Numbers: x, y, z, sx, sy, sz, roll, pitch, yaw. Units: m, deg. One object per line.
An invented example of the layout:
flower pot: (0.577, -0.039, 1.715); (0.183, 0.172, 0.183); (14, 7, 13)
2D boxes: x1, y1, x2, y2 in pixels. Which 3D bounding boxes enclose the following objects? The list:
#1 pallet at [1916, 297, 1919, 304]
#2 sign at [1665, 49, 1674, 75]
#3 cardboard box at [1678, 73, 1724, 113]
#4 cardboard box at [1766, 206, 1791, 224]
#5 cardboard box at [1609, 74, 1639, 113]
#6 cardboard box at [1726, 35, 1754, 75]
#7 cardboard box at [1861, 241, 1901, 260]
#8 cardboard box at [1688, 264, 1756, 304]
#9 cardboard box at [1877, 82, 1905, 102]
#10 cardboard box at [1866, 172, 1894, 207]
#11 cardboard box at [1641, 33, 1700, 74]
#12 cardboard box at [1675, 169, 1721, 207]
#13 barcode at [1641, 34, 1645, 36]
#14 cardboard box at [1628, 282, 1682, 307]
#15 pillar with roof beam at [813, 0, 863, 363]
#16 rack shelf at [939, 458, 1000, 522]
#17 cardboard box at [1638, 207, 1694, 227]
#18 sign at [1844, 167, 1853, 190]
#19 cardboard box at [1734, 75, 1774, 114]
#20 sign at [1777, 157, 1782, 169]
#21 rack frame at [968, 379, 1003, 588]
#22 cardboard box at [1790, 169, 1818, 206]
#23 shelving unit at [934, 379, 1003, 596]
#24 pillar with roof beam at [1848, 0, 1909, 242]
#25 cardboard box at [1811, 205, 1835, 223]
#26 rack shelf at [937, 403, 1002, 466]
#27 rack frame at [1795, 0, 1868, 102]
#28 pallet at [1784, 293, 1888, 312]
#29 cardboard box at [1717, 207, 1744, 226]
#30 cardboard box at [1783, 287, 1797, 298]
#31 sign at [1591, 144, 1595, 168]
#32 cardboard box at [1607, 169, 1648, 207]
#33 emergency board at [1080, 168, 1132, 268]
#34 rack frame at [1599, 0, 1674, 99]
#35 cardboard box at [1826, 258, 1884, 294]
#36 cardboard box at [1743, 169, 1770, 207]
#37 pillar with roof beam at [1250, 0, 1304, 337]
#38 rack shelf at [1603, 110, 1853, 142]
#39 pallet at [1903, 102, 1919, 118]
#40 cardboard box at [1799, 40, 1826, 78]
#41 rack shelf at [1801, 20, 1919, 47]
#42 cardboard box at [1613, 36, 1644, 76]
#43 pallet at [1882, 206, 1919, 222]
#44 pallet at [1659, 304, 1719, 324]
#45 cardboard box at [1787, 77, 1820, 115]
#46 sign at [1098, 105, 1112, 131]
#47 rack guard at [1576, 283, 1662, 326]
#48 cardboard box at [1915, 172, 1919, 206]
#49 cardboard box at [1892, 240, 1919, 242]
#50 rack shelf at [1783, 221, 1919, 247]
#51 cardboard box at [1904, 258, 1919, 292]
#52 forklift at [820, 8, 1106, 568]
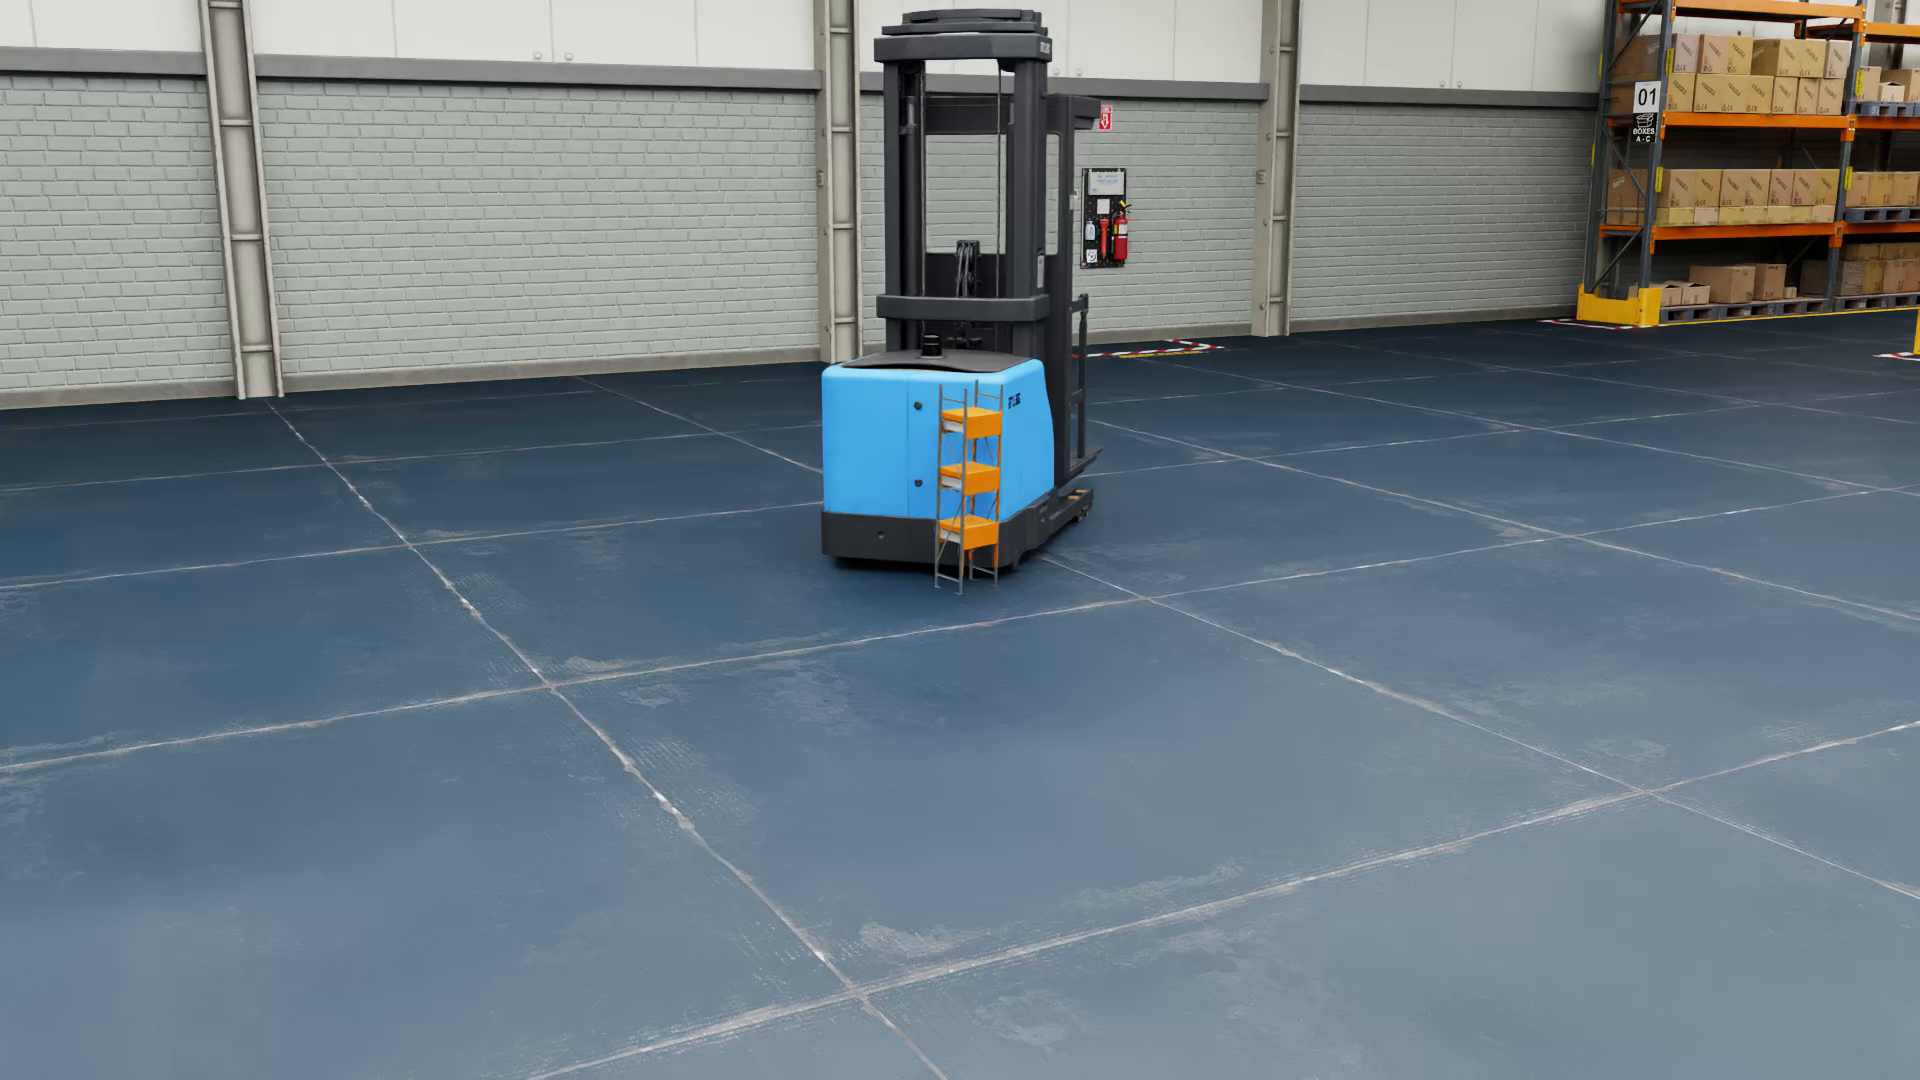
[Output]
pallet: (15.354, -3.871, 26.327); (1.213, 0.211, 1.003); (-7, 14, -28)
sign: (9.279, -6.257, 21.756); (0.005, 0.325, 0.100); (-7, 14, -28)
cardboard box: (9.921, -6.030, 22.466); (0.500, 0.500, 0.500); (-6, 14, -24)
cardboard box: (11.384, -4.614, 23.574); (0.500, 0.250, 0.500); (-7, 14, -28)
cardboard box: (9.264, -6.086, 22.715); (0.500, 0.500, 0.500); (-6, 14, -24)
cardboard box: (10.383, -6.574, 22.606); (0.500, 0.500, 0.500); (-6, 14, -26)
cardboard box: (14.008, -4.436, 25.473); (0.500, 0.250, 0.500); (-7, 15, -29)
cardboard box: (10.838, -3.649, 23.685); (0.500, 0.500, 0.700); (-8, 15, -31)
cardboard box: (13.589, -6.624, 24.625); (0.500, 0.311, 0.500); (-6, 14, -26)
cardboard box: (13.487, -5.260, 24.920); (0.500, 0.500, 0.700); (-5, 14, -22)
cardboard box: (9.474, -6.475, 22.165); (0.500, 0.500, 0.500); (-8, 15, -32)
cardboard box: (10.021, -4.816, 22.766); (0.500, 0.500, 0.500); (-7, 14, -28)
barcode: (9.403, -6.935, 22.890); (0.075, 0.075, 0.001); (-7, 14, -28)
cardboard box: (9.670, -3.430, 23.139); (0.500, 0.311, 0.500); (-9, 15, -34)
pillar with roof beam: (0.749, -5.546, 13.759); (0.400, 9.000, 9.100); (-7, 14, -28)
rack shelf: (0.041, -0.255, 8.380); (0.240, 0.259, 0.215); (-12, 20, -42)
cardboard box: (9.600, -4.398, 22.616); (0.500, 0.250, 0.500); (-7, 15, -29)
sign: (12.797, -5.211, 23.959); (0.005, 0.325, 0.100); (-7, 14, -28)
cardboard box: (10.835, -6.146, 22.980); (0.500, 0.500, 0.500); (-6, 14, -24)
sign: (12.261, -5.564, 24.862); (0.005, 0.325, 0.100); (-7, 14, -28)
rack frame: (0.129, -0.284, 8.459); (0.008, 1.050, 0.200); (-12, 20, -42)
cardboard box: (11.828, -5.032, 23.723); (0.500, 0.500, 0.500); (-7, 14, -28)
shelving unit: (0.041, -0.265, 8.377); (0.252, 1.050, 0.215); (-12, 20, -42)
pillar with roof beam: (16.548, -7.440, 22.173); (0.400, 9.000, 9.100); (-7, 14, -28)
cardboard box: (12.260, -4.720, 24.049); (0.500, 0.250, 0.500); (-7, 14, -28)
rack shelf: (0.048, -0.530, 8.310); (0.240, 0.259, 0.215); (-12, 20, -42)
rack frame: (12.530, -7.819, 23.857); (0.127, 3.000, 1.000); (-7, 14, -28)
pallet: (13.213, -3.614, 25.187); (1.213, 0.211, 1.003); (-7, 14, -28)
cardboard box: (10.499, -4.508, 23.104); (0.500, 0.250, 0.500); (-7, 15, -29)
cardboard box: (12.075, -3.662, 24.502); (0.250, 0.166, 0.380); (-9, 16, -35)
sign: (8.771, -5.299, 22.968); (0.005, 0.325, 0.100); (-7, 14, -28)
cardboard box: (9.331, -4.864, 22.980); (0.500, 0.500, 0.500); (-7, 14, -28)
emergency board: (1.765, -3.828, 19.786); (0.643, 1.169, 0.194); (-7, 14, -28)
rack frame: (9.019, -7.398, 21.987); (0.127, 3.000, 1.000); (-7, 14, -28)
cardboard box: (13.598, -4.032, 25.384); (0.500, 0.500, 0.700); (-7, 15, -29)
cardboard box: (10.925, -4.926, 23.253); (0.500, 0.500, 0.500); (-6, 14, -26)
pillar with roof beam: (6.015, -6.178, 16.564); (0.400, 9.000, 9.100); (-7, 14, -28)
rack shelf: (10.775, -5.794, 23.330); (4.000, 0.370, 1.077); (-7, 14, -28)
pallet: (14.032, -6.418, 24.891); (1.003, 0.211, 1.213); (-7, 14, -28)
cardboard box: (11.742, -6.737, 23.330); (0.500, 0.500, 0.500); (-6, 14, -25)
rack shelf: (14.286, -7.483, 24.914); (4.000, 0.370, 1.077); (-7, 14, -28)
cardboard box: (9.272, -6.577, 22.619); (0.500, 0.500, 0.500); (-6, 14, -25)
pallet: (14.323, -5.003, 25.446); (1.213, 0.211, 1.003); (-7, 14, -28)
pallet: (9.816, -3.198, 23.337); (1.213, 0.211, 1.003); (-7, 14, -28)
cardboard box: (11.755, -6.263, 23.500); (0.500, 0.500, 0.500); (-8, 15, -33)
sign: (1.711, -4.977, 19.613); (0.199, 0.298, 0.001); (-7, 14, -28)
rack guard: (9.086, -3.260, 22.955); (0.348, 0.500, 1.175); (-7, 14, -28)
cardboard box: (14.550, -5.390, 25.496); (0.500, 0.500, 0.700); (-7, 14, -28)
cardboard box: (14.904, -4.540, 25.935); (0.500, 0.250, 0.500); (-7, 14, -27)
rack shelf: (14.286, -4.752, 25.529); (4.000, 0.370, 1.077); (-7, 14, -28)
cardboard box: (14.504, -4.133, 25.832); (0.500, 0.500, 0.700); (-7, 14, -28)
forklift: (0.199, -1.560, 9.863); (1.130, 2.935, 3.031); (4, 13, 18)
